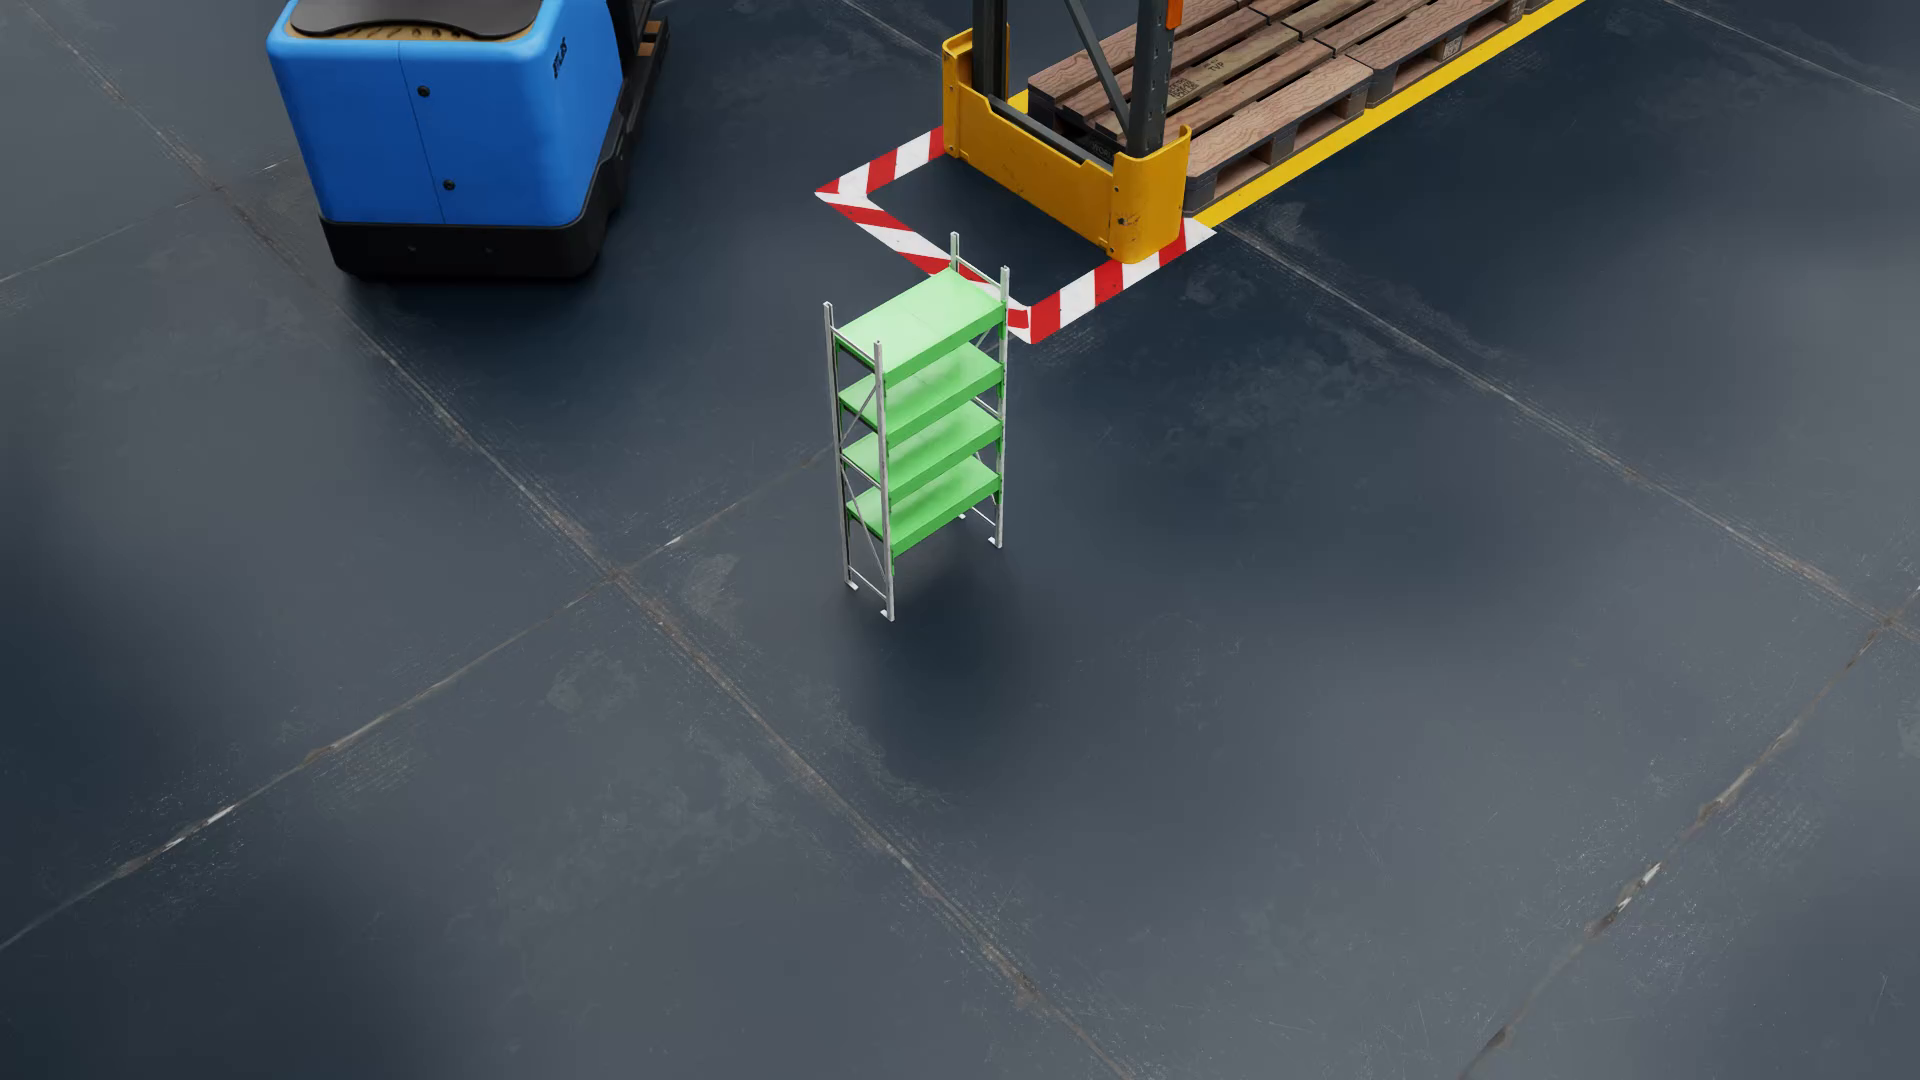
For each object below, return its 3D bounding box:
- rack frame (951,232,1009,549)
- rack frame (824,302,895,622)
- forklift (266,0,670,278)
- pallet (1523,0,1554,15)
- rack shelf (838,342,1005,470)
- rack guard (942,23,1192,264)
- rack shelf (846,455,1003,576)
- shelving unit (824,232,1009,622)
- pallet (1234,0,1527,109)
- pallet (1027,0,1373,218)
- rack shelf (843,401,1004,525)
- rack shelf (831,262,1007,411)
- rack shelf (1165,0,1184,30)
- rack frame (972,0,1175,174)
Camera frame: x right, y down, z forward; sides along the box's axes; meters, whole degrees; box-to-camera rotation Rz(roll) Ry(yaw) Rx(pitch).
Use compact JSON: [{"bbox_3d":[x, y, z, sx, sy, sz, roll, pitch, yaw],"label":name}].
[{"bbox_3d":[0.058,-0.446,5.345,0.015,1.200,0.240,-34,56,-27],"label":"rack frame"},{"bbox_3d":[-0.303,-0.204,5.122,0.015,1.200,0.240,-34,56,-27],"label":"rack frame"},{"bbox_3d":[-1.943,-3.111,6.626,1.130,2.935,3.031,2,47,1],"label":"forklift"},{"bbox_3d":[2.871,-3.191,8.551,1.213,0.211,1.003,-34,56,-27],"label":"pallet"},{"bbox_3d":[-0.122,-0.444,5.104,0.480,0.148,0.258,-34,56,-27],"label":"rack shelf"},{"bbox_3d":[0.420,-1.677,6.958,0.348,0.500,1.175,-34,56,-27],"label":"rack guard"},{"bbox_3d":[-0.122,-0.119,5.457,0.480,0.148,0.258,-34,56,-27],"label":"rack shelf"},{"bbox_3d":[-0.122,-0.325,5.234,0.503,1.200,0.258,-34,56,-27],"label":"shelving unit"},{"bbox_3d":[1.968,-2.585,7.992,1.213,0.211,1.003,-34,56,-27],"label":"pallet"},{"bbox_3d":[1.065,-1.985,7.438,1.213,0.211,1.003,-34,56,-27],"label":"pallet"},{"bbox_3d":[-0.122,-0.282,5.280,0.480,0.148,0.258,-34,56,-27],"label":"rack shelf"},{"bbox_3d":[-0.122,-0.607,4.928,0.480,0.148,0.258,-34,56,-27],"label":"rack shelf"},{"bbox_3d":[1.909,-3.289,7.233,4.000,0.370,1.077,-34,56,-27],"label":"rack shelf"},{"bbox_3d":[0.429,-2.544,6.056,0.127,3.000,1.000,-34,56,-27],"label":"rack frame"}]
